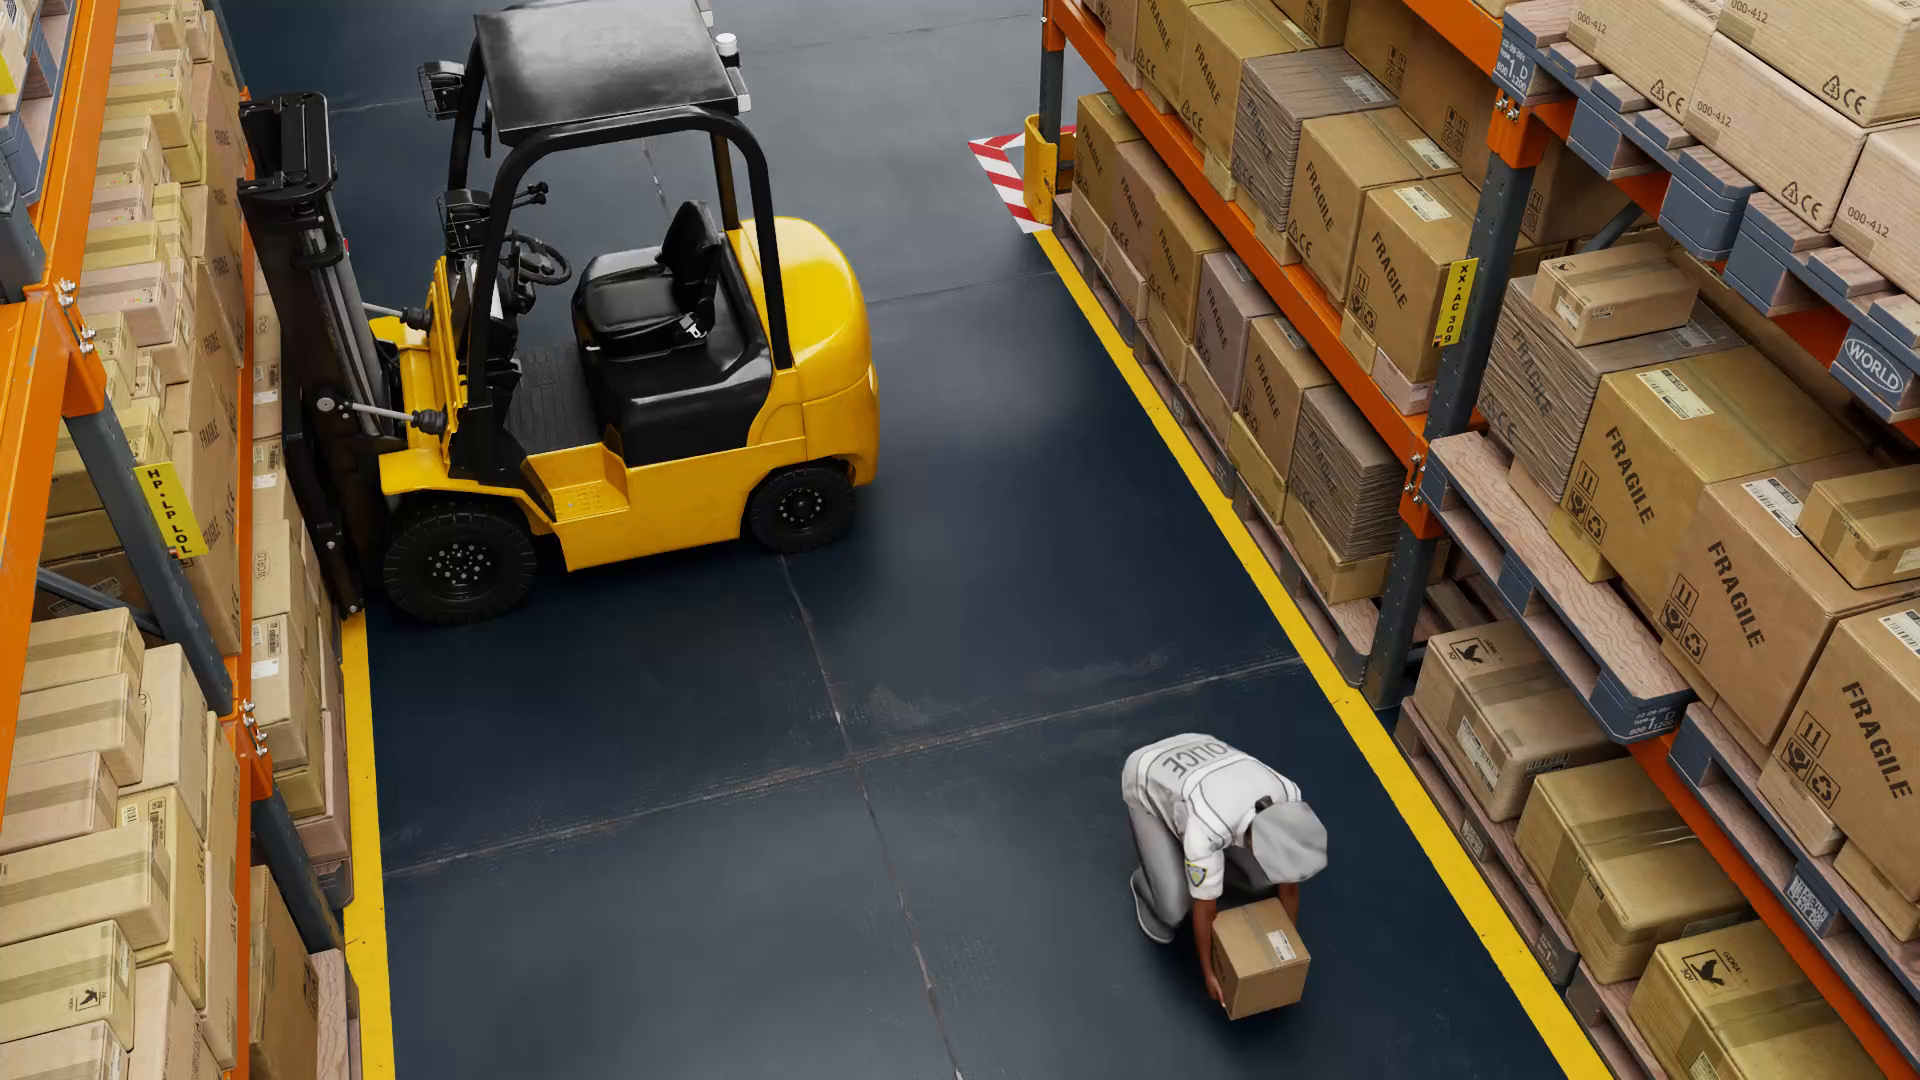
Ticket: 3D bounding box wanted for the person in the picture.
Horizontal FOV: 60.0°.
[{"bbox_3d":[0.853,1.032,5.546,0.459,0.985,0.859,-13,44,-14],"label":"person"}]
